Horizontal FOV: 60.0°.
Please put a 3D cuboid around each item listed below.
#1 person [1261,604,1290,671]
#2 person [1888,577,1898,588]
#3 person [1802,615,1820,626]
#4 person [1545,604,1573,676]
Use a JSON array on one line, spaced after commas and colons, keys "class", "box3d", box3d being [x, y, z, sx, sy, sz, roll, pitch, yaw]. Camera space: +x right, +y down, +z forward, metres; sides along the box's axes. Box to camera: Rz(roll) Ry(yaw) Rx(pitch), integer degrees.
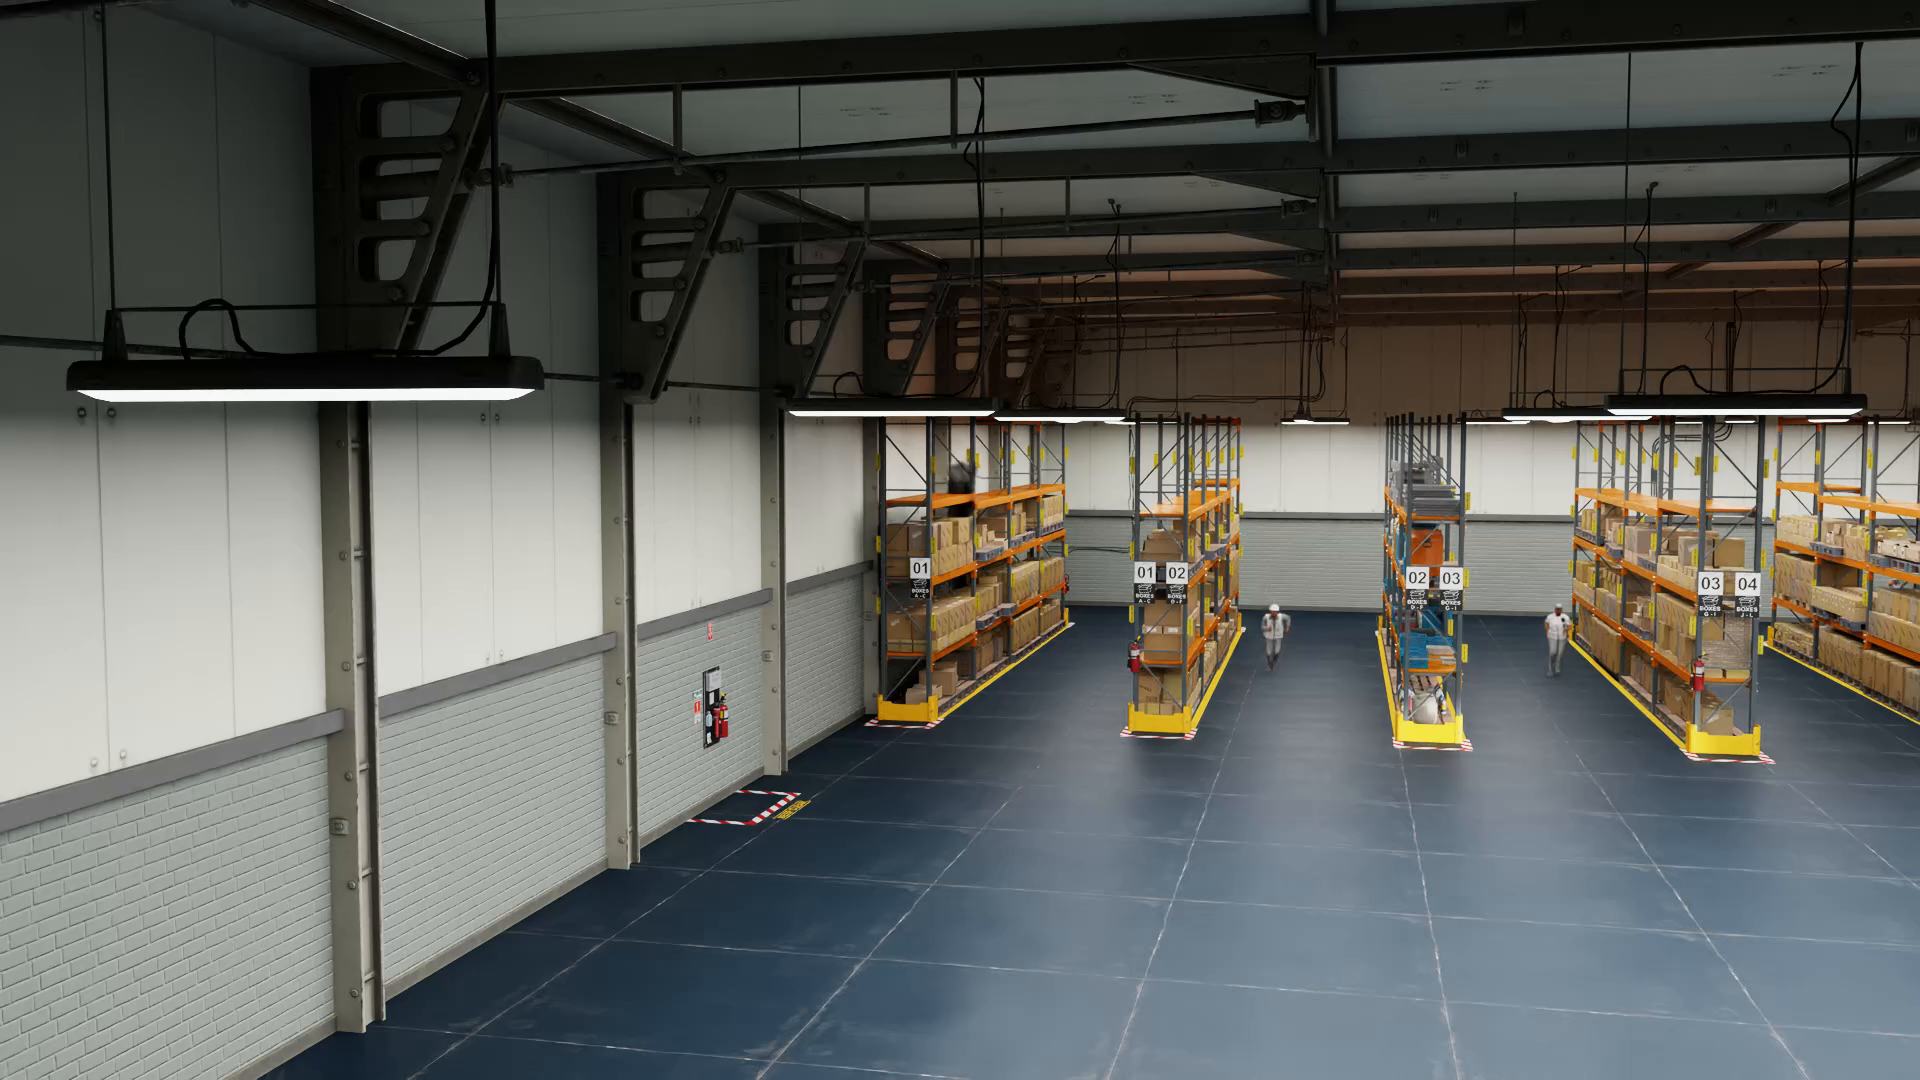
[{"class": "person", "box3d": [7.366, 2.274, 38.834, 0.690, 1.622, 0.915, 0, 4, 6]}, {"class": "person", "box3d": [25.279, 1.833, 45.124, 0.910, 1.666, 0.602, 0, 4, -5]}, {"class": "person", "box3d": [22.790, 1.918, 44.299, 0.632, 1.675, 0.646, 2, 4, 22]}, {"class": "person", "box3d": [13.811, 2.311, 38.365, 0.586, 1.702, 0.725, 1, 4, 14]}]
